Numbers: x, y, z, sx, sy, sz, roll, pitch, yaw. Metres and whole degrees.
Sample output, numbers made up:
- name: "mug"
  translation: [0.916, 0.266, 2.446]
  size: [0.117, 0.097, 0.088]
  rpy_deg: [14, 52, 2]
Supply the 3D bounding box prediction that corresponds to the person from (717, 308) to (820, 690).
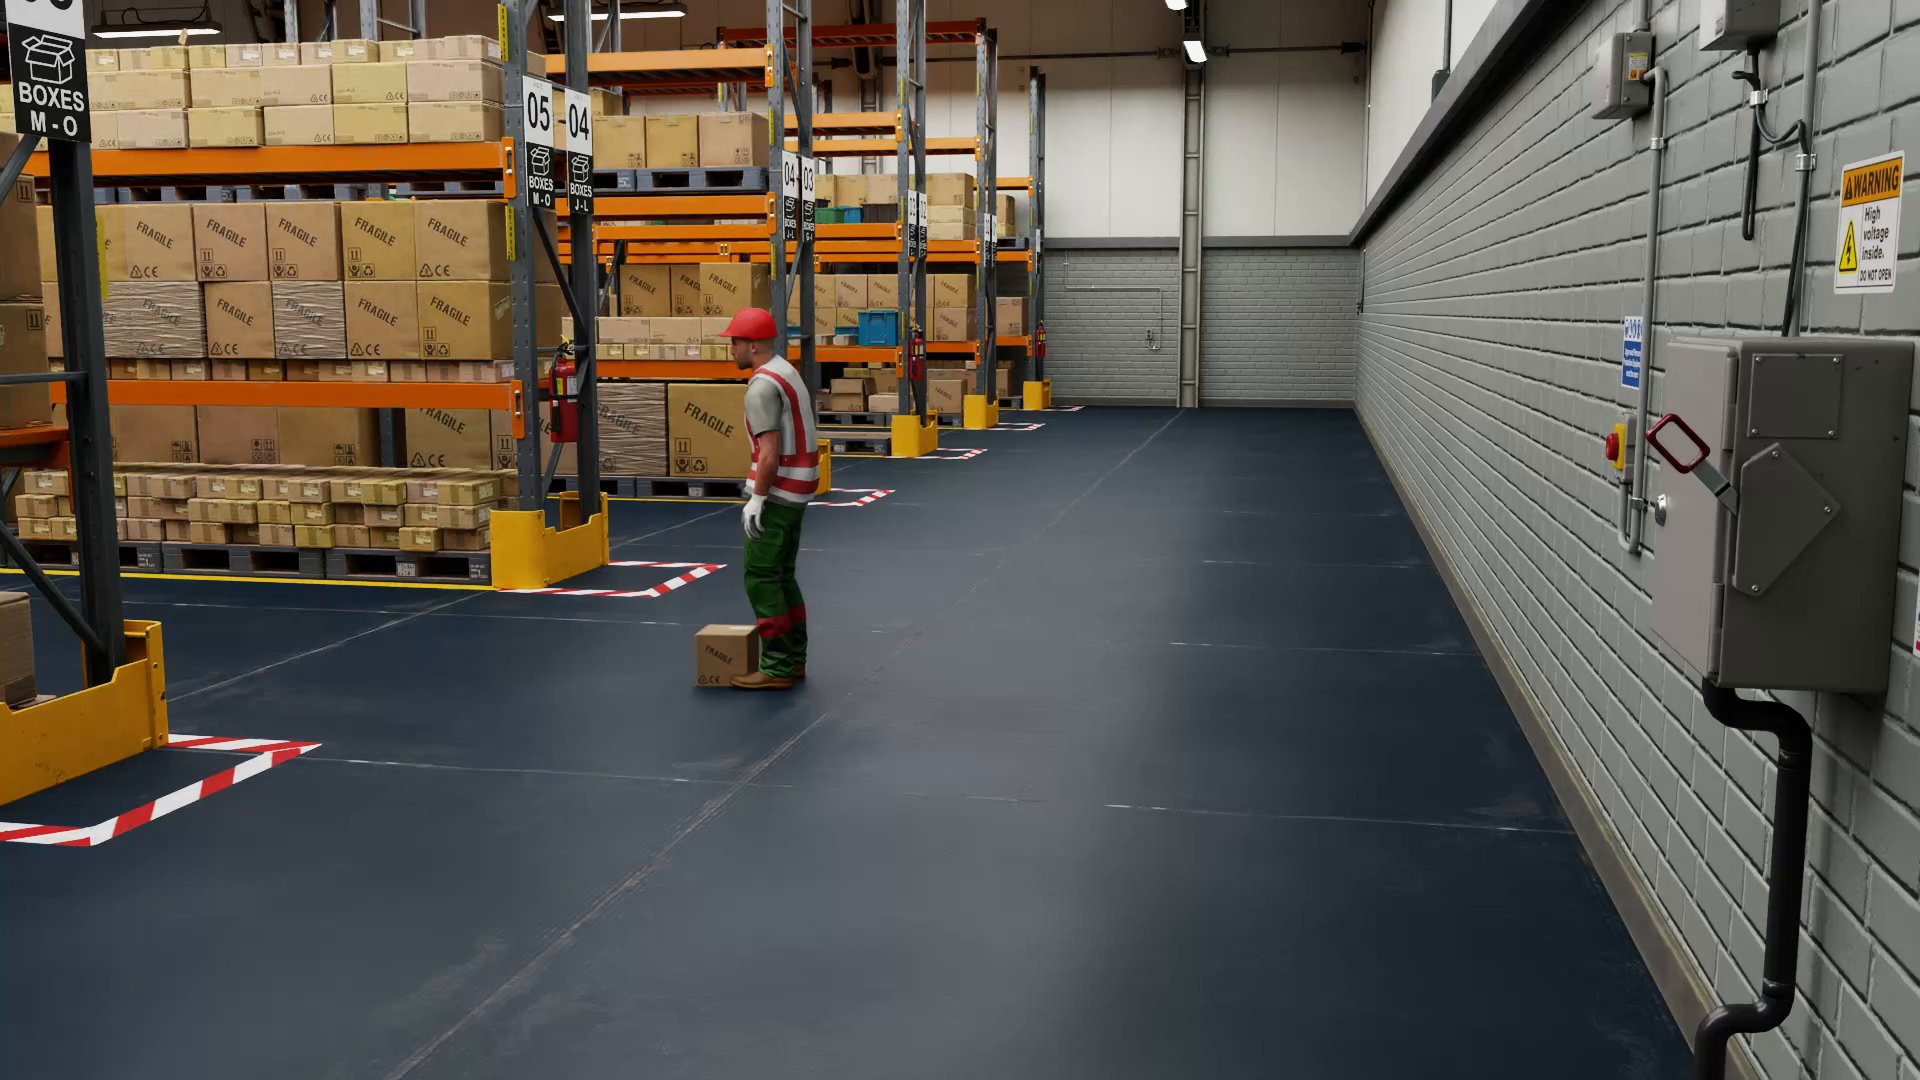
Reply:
- name: "person"
  translation: [-0.895, -0.195, 7.814]
  size: [0.453, 1.777, 0.608]
  rpy_deg: [1, 8, 8]
